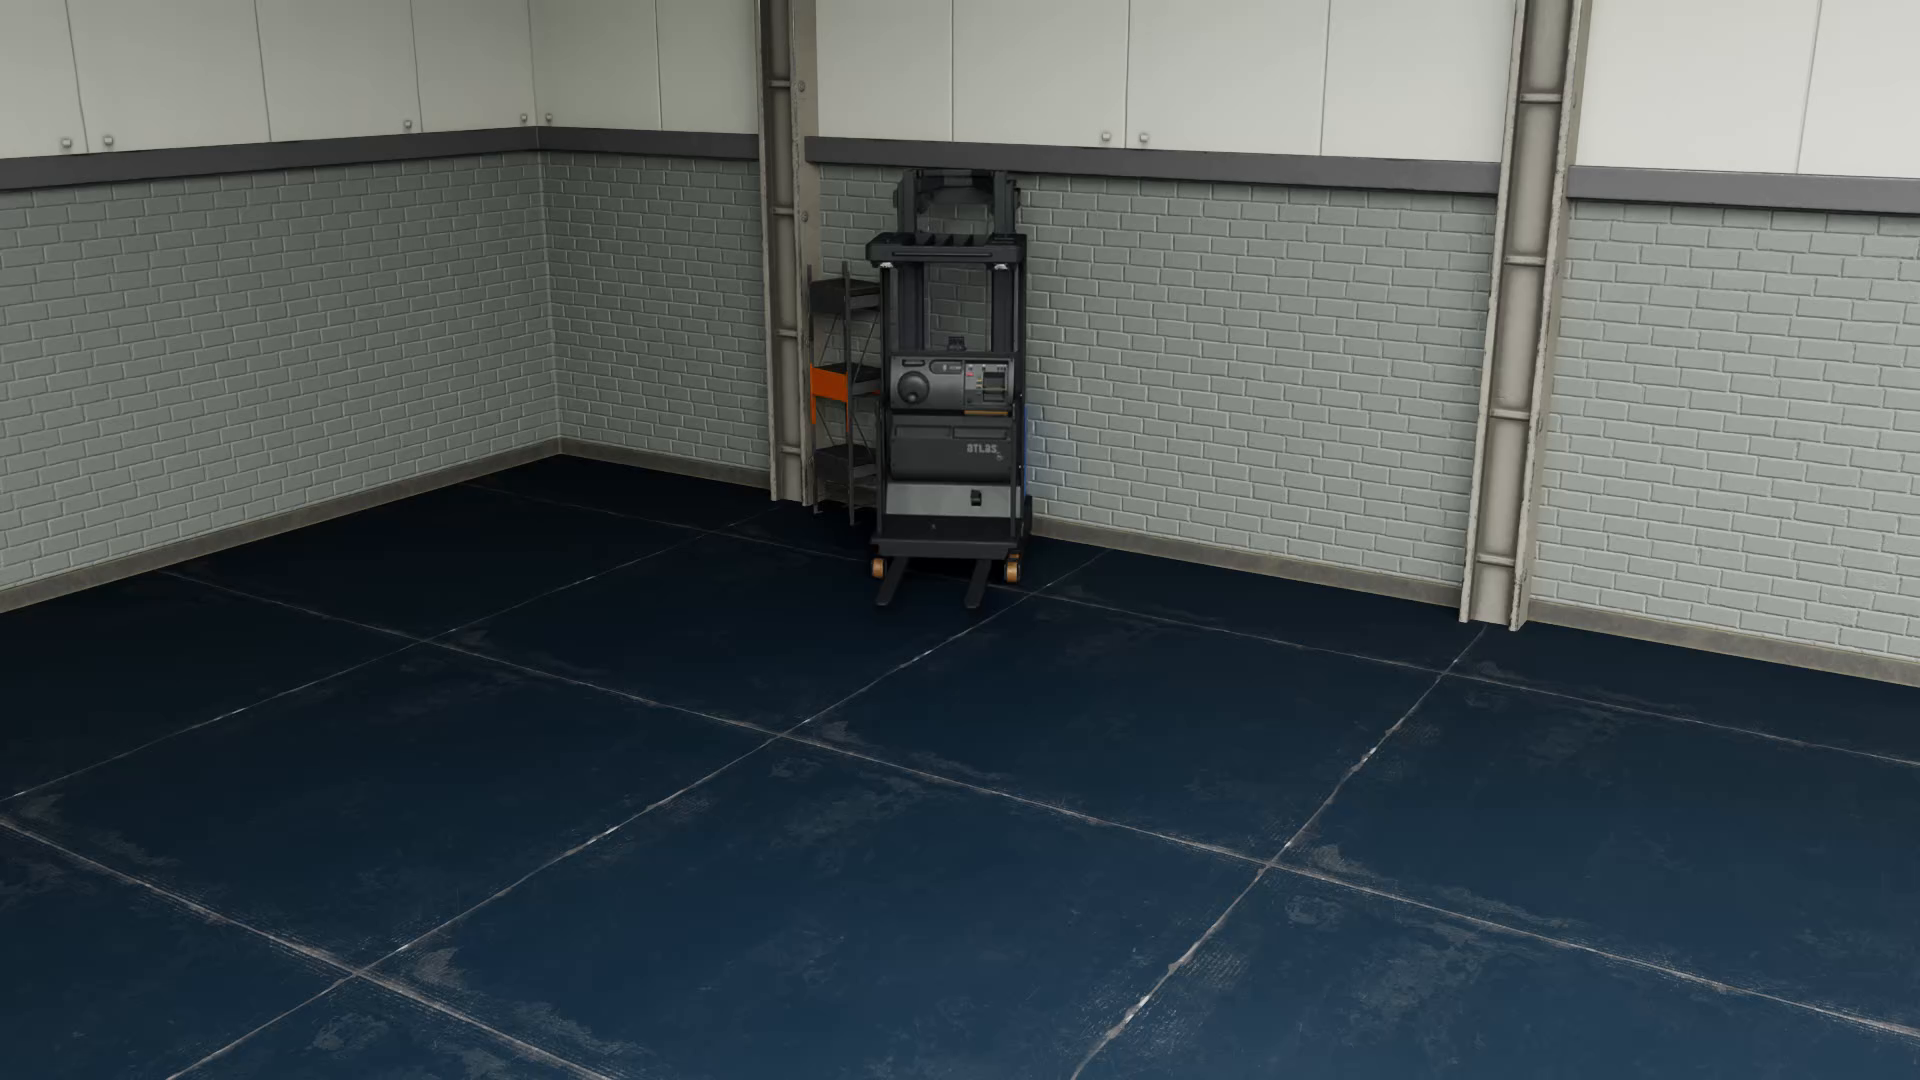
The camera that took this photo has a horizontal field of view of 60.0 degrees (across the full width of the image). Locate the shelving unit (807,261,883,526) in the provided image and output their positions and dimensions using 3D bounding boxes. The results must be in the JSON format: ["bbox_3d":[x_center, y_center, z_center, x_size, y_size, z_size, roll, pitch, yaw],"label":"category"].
[{"bbox_3d":[-0.925,-1.214,13.765,0.431,2.100,0.503,-15,23,-41],"label":"shelving unit"}]

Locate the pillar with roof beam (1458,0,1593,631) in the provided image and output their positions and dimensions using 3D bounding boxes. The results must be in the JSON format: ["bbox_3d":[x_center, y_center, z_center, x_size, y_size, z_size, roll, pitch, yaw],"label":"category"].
[{"bbox_3d":[1.452,-2.685,6.738,0.400,9.000,9.100,10,20,30],"label":"pillar with roof beam"}]

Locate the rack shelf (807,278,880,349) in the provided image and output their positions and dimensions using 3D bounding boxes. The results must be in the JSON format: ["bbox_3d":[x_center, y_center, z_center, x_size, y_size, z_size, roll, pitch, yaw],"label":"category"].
[{"bbox_3d":[-0.925,-1.871,13.565,0.431,0.518,0.480,-15,23,-41],"label":"rack shelf"}]

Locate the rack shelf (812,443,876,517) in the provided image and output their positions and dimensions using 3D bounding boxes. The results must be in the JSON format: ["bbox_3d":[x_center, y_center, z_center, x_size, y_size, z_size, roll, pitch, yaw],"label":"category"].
[{"bbox_3d":[-0.925,-0.531,13.972,0.431,0.518,0.480,-15,23,-41],"label":"rack shelf"}]

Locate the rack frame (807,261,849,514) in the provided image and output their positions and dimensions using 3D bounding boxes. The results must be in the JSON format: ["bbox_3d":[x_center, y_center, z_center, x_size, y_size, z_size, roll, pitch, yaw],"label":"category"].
[{"bbox_3d":[-1.091,-1.266,13.936,0.400,2.100,0.015,-15,23,-41],"label":"rack frame"}]

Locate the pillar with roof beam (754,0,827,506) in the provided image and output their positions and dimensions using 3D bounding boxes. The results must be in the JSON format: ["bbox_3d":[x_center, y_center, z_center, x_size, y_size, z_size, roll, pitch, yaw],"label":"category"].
[{"bbox_3d":[-3.661,-3.598,9.743,0.400,9.000,9.100,10,20,30],"label":"pillar with roof beam"}]

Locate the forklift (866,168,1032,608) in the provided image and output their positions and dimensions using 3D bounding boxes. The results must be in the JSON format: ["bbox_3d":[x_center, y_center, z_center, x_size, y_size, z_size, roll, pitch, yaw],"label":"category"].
[{"bbox_3d":[-0.076,-1.185,12.239,1.130,2.935,3.031,2,17,6],"label":"forklift"}]

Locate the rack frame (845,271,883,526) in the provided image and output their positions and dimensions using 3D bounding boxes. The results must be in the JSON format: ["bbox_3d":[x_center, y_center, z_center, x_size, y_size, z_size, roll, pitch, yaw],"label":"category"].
[{"bbox_3d":[-0.759,-1.162,13.593,0.400,2.100,0.015,-15,23,-41],"label":"rack frame"}]

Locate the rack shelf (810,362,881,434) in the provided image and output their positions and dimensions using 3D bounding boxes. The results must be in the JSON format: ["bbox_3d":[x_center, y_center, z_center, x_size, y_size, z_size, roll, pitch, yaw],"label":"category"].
[{"bbox_3d":[-0.925,-1.201,13.768,0.431,0.518,0.480,-15,23,-41],"label":"rack shelf"}]
